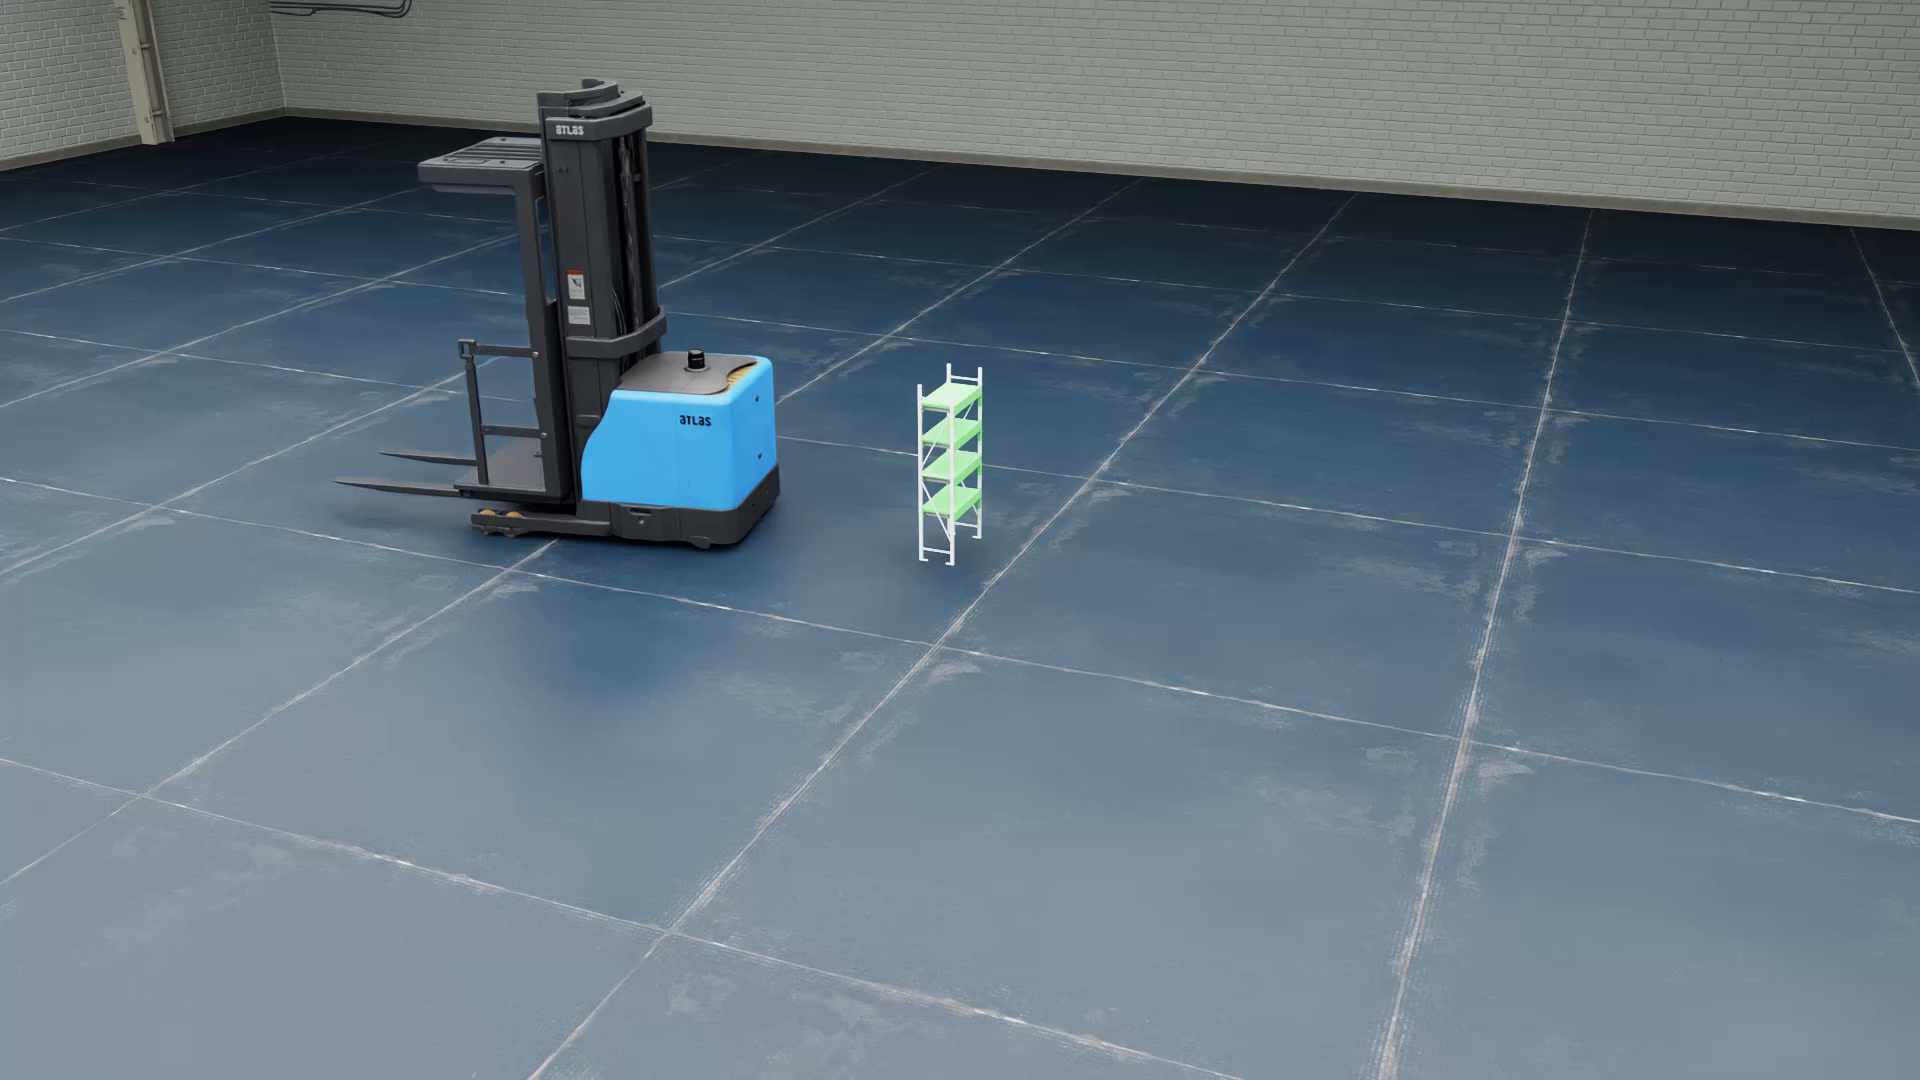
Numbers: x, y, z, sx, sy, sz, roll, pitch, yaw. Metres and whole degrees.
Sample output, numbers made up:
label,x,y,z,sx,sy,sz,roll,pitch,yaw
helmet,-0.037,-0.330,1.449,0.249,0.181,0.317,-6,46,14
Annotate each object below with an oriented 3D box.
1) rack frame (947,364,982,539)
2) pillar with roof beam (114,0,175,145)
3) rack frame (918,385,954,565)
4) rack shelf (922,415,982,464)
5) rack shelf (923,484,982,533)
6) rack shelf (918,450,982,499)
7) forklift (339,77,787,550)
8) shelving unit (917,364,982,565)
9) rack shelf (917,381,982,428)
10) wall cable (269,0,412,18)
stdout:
label,x,y,z,sx,sy,sz,roll,pitch,yaw
rack frame,0.029,-0.582,11.086,0.240,1.200,0.015,9,24,20
pillar with roof beam,-8.698,-9.831,23.112,9.100,9.000,0.400,9,24,20
rack frame,-0.152,-0.407,10.668,0.240,1.200,0.015,9,24,20
rack shelf,-0.062,-0.657,10.809,0.258,0.148,0.480,9,24,20
rack shelf,-0.061,-0.214,10.994,0.258,0.148,0.480,9,24,20
rack shelf,-0.061,-0.435,10.902,0.258,0.148,0.480,9,24,20
forklift,-2.803,-1.563,11.188,3.031,2.935,1.130,5,23,11
shelving unit,-0.061,-0.494,10.877,0.258,1.200,0.503,9,24,20
rack shelf,-0.062,-0.878,10.717,0.258,0.148,0.480,9,24,20
wall cable,-10.373,-9.880,27.256,3.097,2.526,0.112,9,24,20
